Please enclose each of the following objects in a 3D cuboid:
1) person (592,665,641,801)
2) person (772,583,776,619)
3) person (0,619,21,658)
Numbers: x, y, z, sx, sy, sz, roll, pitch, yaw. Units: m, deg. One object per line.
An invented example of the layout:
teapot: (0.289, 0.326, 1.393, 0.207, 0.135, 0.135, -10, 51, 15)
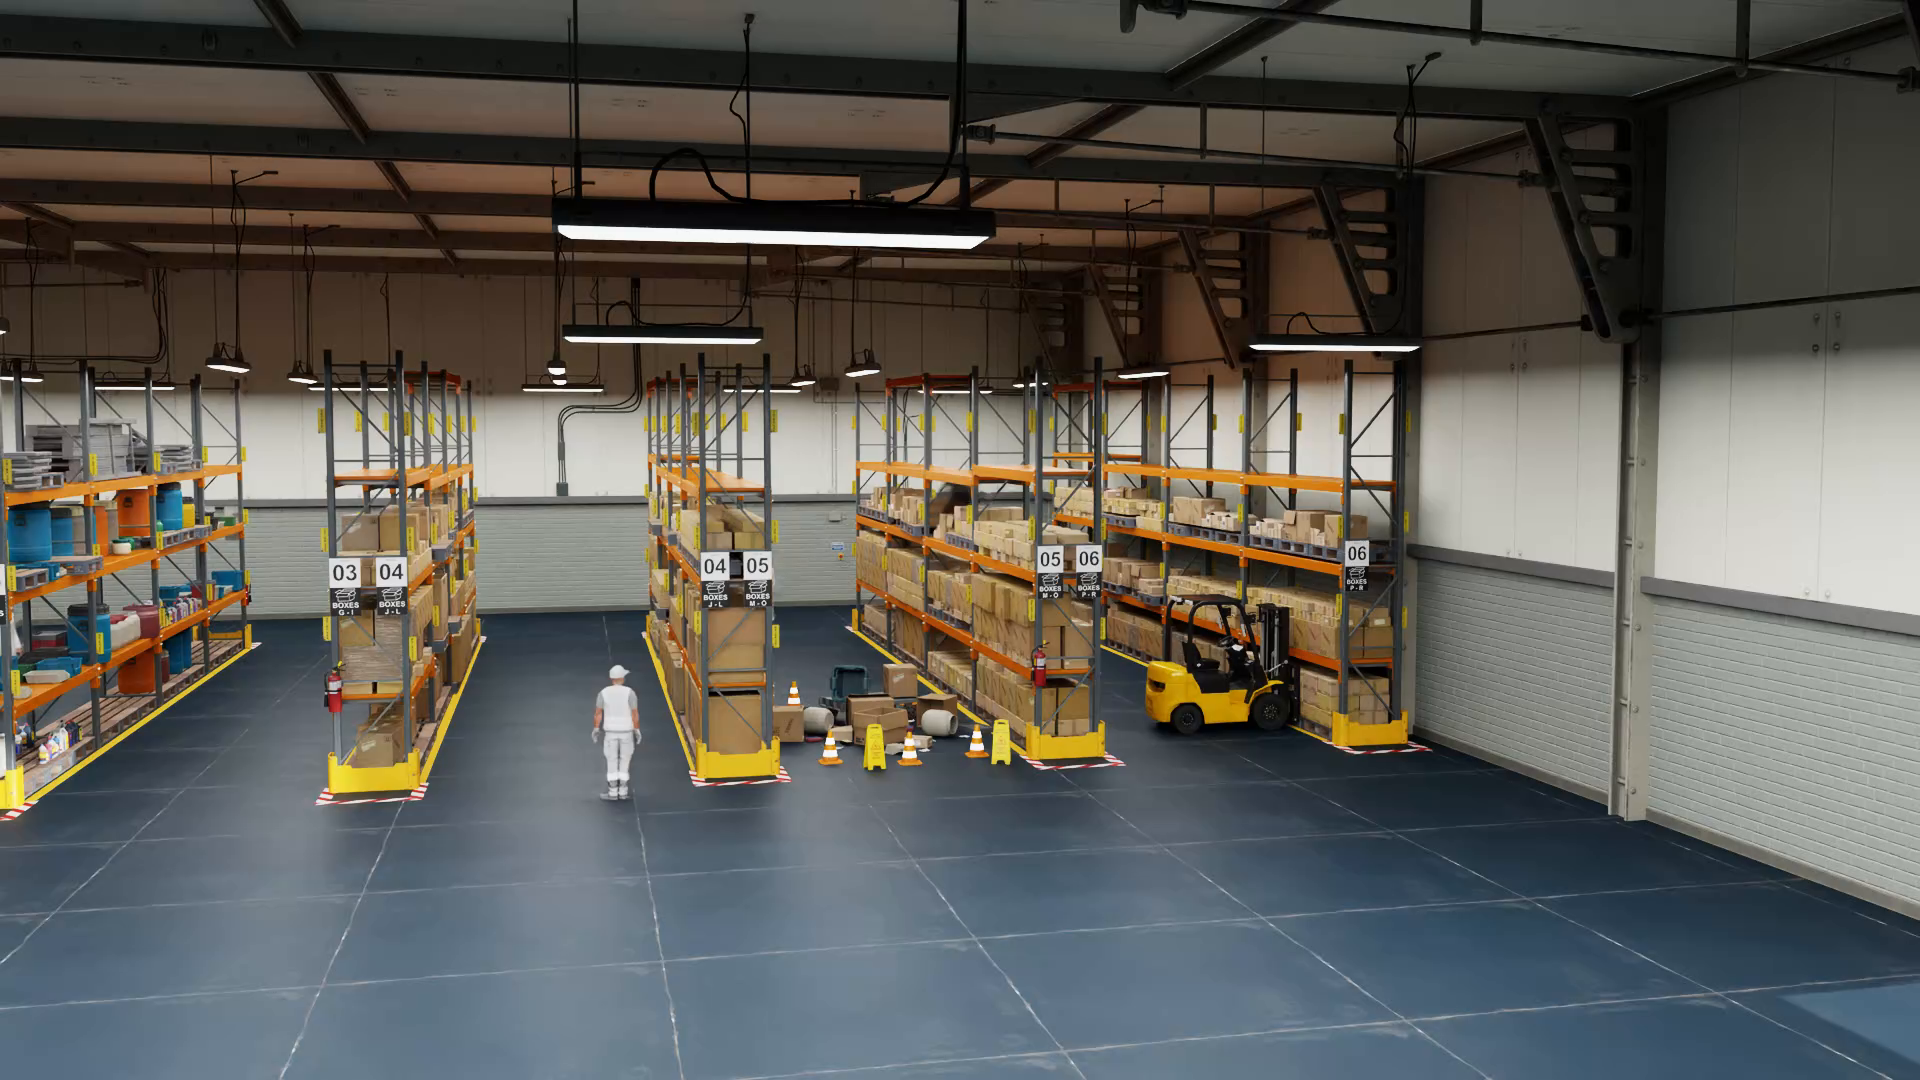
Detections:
person: (-4.576, 2.574, 22.140, 0.660, 1.819, 0.388, 0, 4, -4)
person: (-4.964, 1.277, 42.028, 0.672, 1.614, 0.374, -3, 5, -33)
person: (-17.406, 2.067, 30.163, 0.668, 1.624, 1.117, -1, 4, -15)
